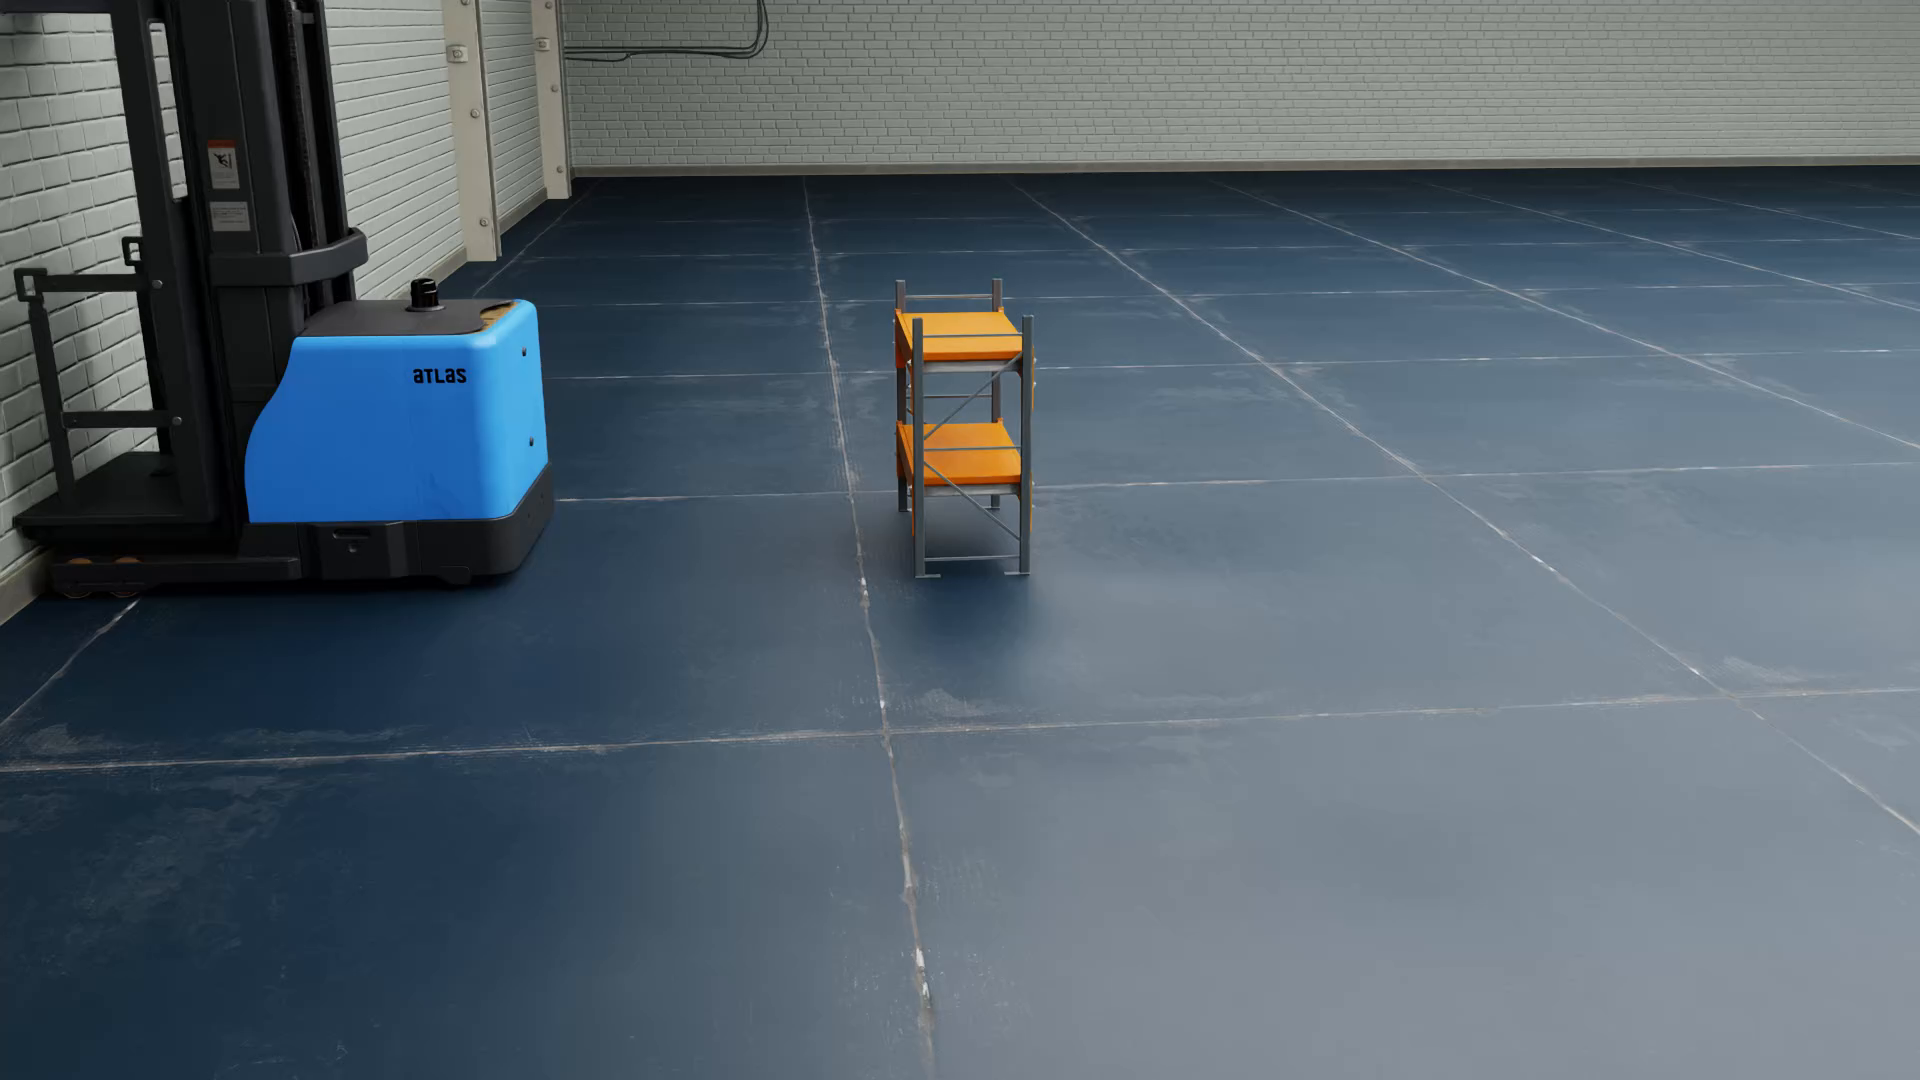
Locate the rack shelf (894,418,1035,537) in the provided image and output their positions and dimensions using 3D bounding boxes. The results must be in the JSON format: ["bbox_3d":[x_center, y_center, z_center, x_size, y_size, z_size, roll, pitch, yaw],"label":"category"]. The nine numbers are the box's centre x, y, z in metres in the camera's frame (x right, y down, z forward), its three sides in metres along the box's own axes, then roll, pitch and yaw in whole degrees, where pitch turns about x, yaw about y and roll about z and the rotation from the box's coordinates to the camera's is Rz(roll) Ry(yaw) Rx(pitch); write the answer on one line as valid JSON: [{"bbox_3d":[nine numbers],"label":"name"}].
[{"bbox_3d":[0.001,-0.301,7.575,0.538,0.278,1.000,-2,18,-6],"label":"rack shelf"}]

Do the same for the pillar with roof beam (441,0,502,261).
[{"bbox_3d":[-0.499,-7.248,15.740,9.100,9.000,0.400,-2,18,-6],"label":"pillar with roof beam"}]

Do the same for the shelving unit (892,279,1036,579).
[{"bbox_3d":[0.001,-0.535,7.502,0.538,1.125,1.048,-2,18,-6],"label":"shelving unit"}]

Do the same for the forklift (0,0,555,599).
[{"bbox_3d":[-3.411,-1.318,6.981,3.031,2.935,1.130,-1,17,-3],"label":"forklift"}]

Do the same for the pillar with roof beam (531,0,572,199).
[{"bbox_3d":[-1.118,-9.036,21.434,9.100,9.000,0.400,-2,18,-6],"label":"pillar with roof beam"}]

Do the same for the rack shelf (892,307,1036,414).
[{"bbox_3d":[0.001,-0.814,7.415,0.538,0.278,1.000,-2,18,-6],"label":"rack shelf"}]

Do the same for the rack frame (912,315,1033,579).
[{"bbox_3d":[0.053,-0.383,7.020,0.500,1.125,0.032,-2,18,-6],"label":"rack frame"}]

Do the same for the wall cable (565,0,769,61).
[{"bbox_3d":[-4.389,-8.340,24.401,3.097,2.526,0.112,-2,18,-6],"label":"wall cable"}]

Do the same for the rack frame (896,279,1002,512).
[{"bbox_3d":[-0.052,-0.686,7.985,0.500,1.125,0.032,-2,18,-6],"label":"rack frame"}]
